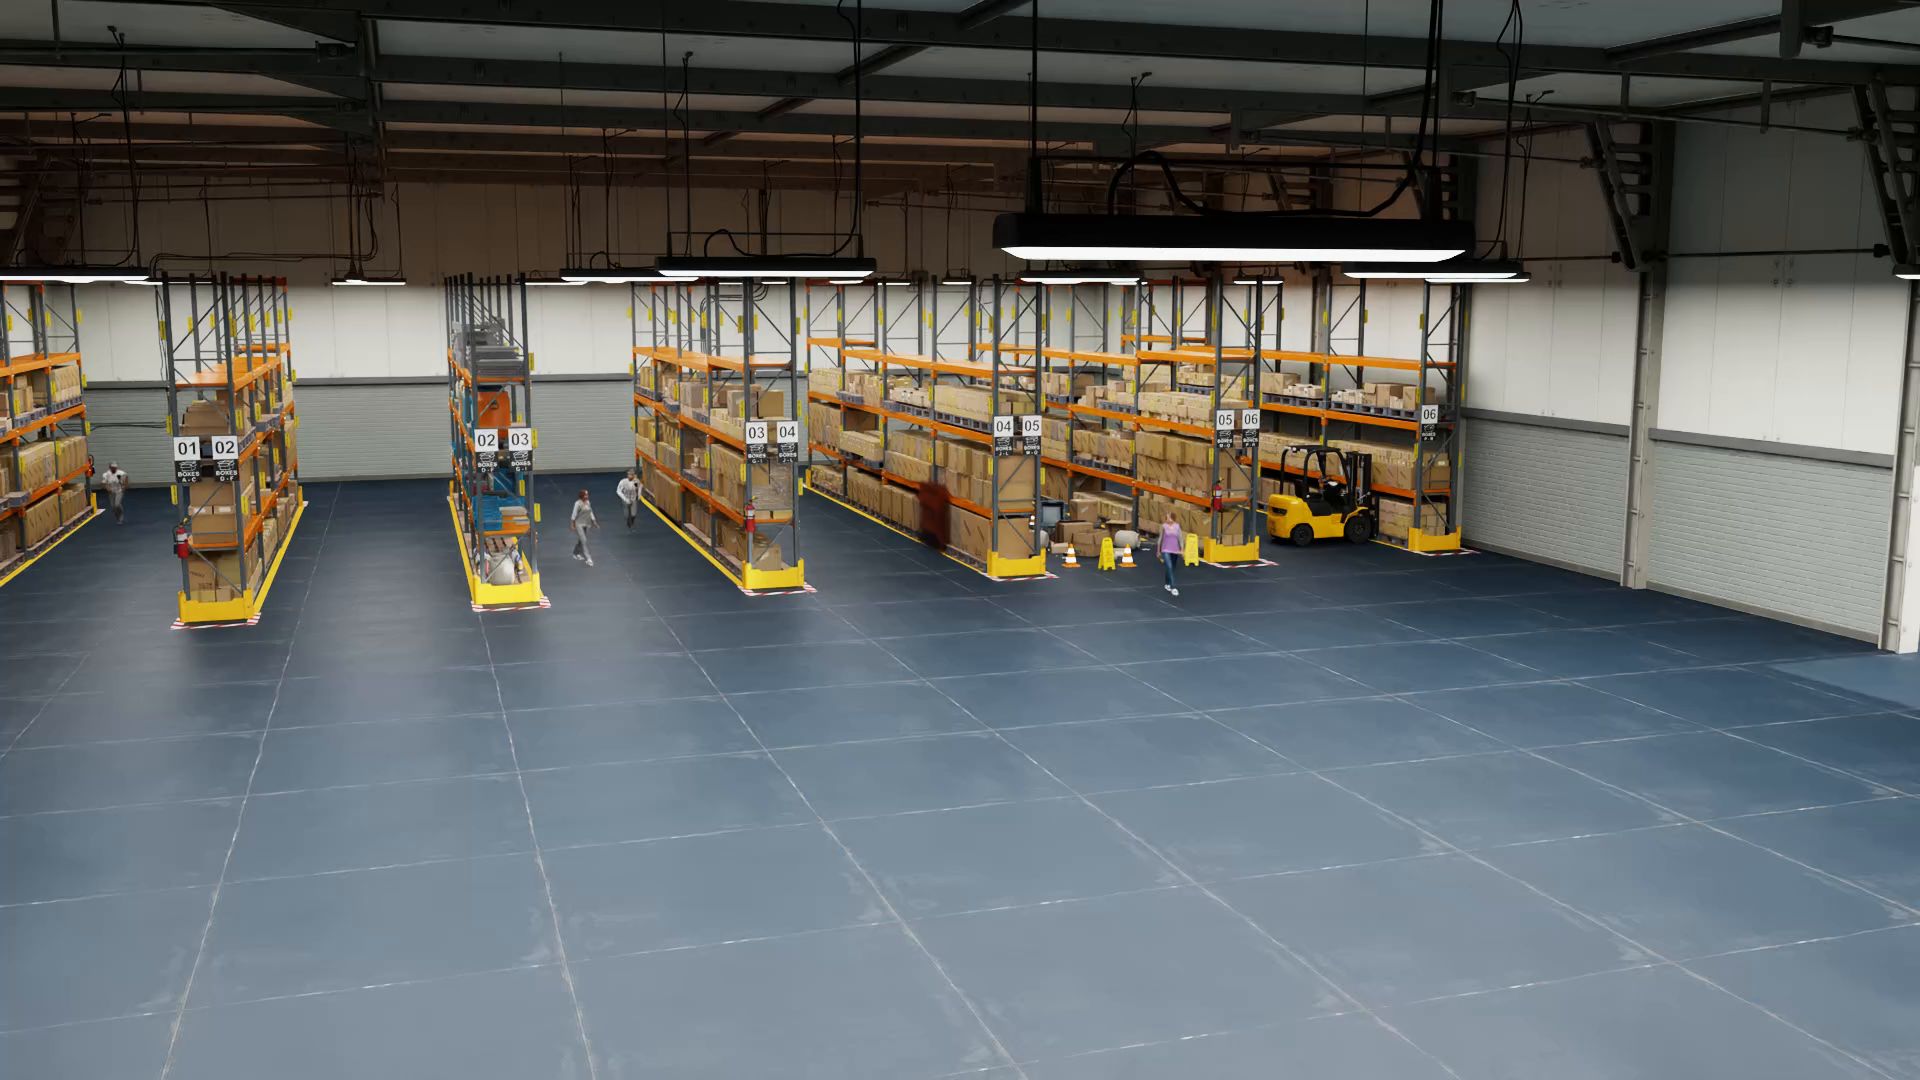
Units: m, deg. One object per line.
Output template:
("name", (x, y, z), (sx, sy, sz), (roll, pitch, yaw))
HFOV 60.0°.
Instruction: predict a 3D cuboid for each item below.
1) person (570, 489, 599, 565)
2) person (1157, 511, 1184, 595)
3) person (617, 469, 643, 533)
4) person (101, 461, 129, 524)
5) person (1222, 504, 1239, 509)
("person", (-7.855, -0.300, 34.785), (0.958, 1.548, 0.513), (8, 12, 43))
("person", (3.984, 0.235, 31.244), (0.445, 1.558, 0.914), (-2, 9, -11))
("person", (-7.717, -0.913, 38.911), (0.581, 1.581, 0.692), (-1, 9, -8))
("person", (-20.536, -1.152, 40.464), (0.524, 1.586, 0.727), (-1, 9, -9))
("person", (6.518, -1.059, 39.595), (0.617, 1.684, 0.661), (-7, 11, -38))
